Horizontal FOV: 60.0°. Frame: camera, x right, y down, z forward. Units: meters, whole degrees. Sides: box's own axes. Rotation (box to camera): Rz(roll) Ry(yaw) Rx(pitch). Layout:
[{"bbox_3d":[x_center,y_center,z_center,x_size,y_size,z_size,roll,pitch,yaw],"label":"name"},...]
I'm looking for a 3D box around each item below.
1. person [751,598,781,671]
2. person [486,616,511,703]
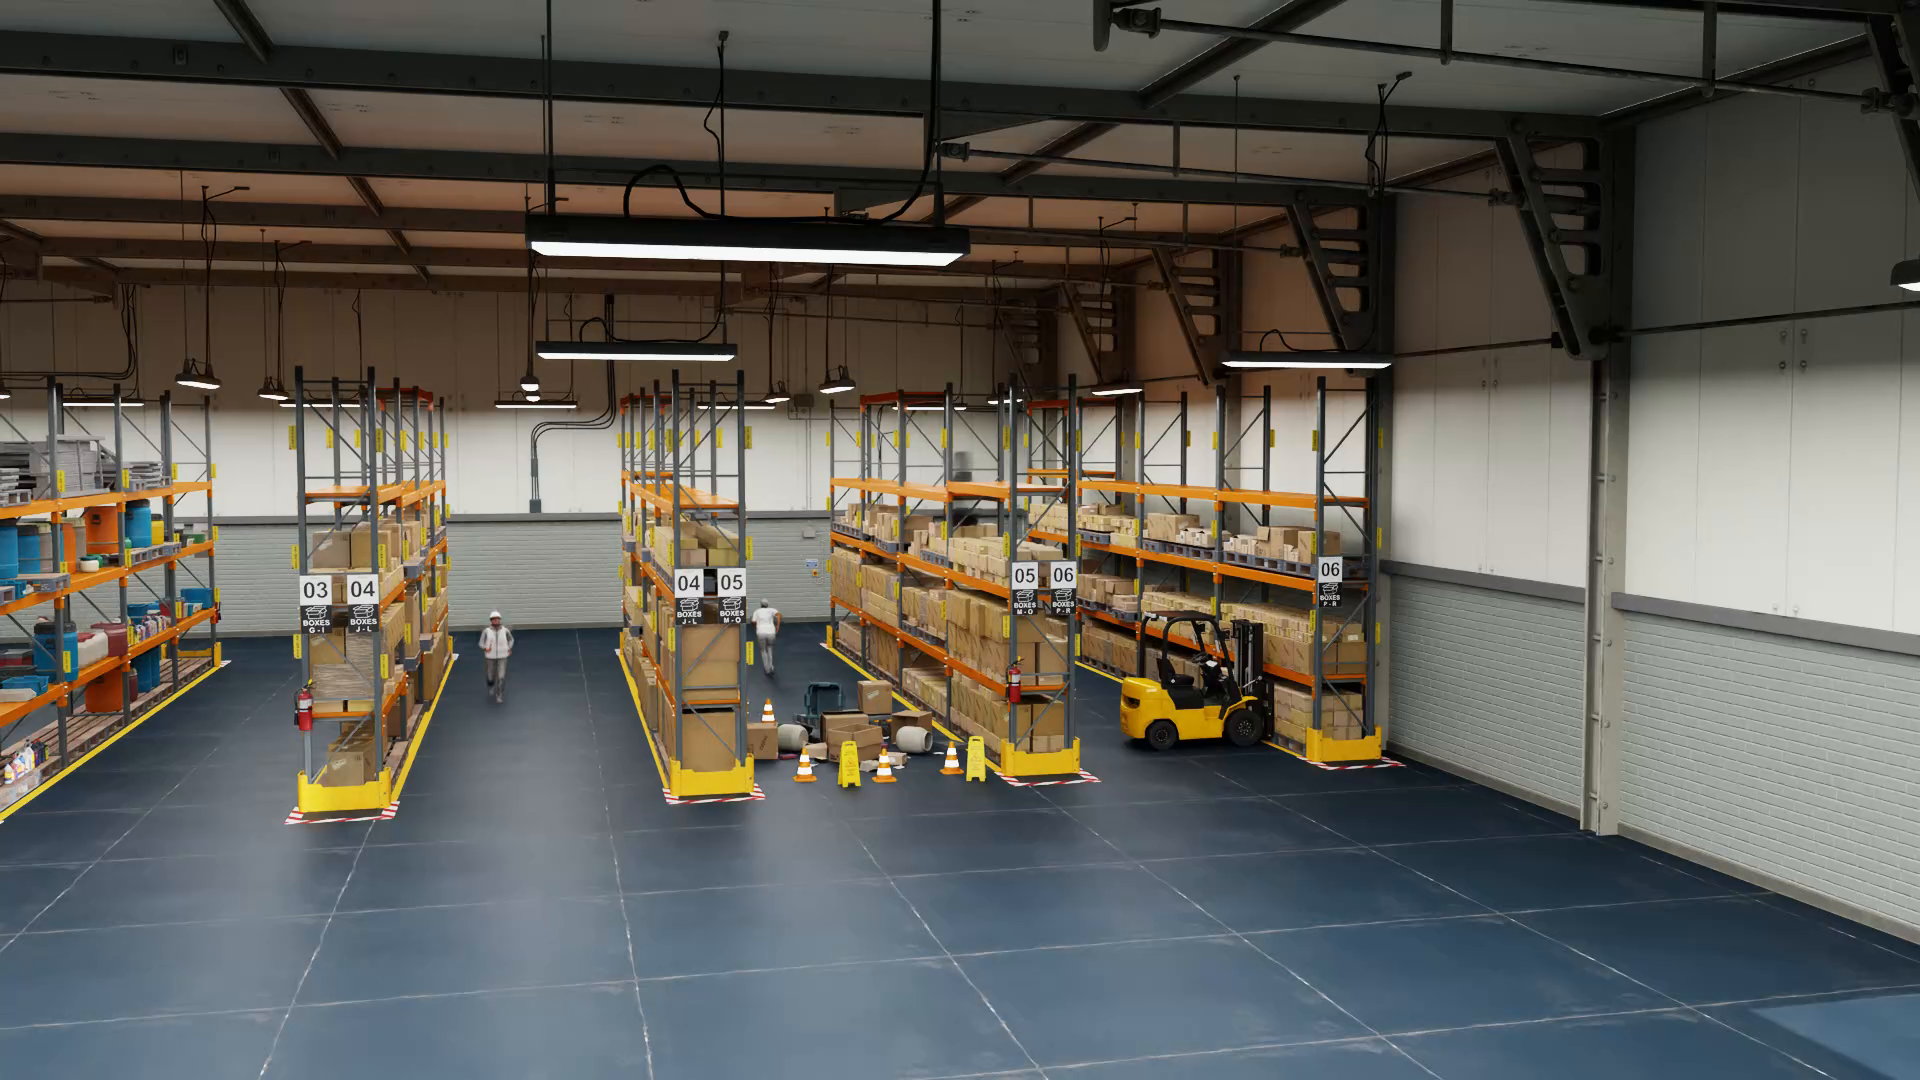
[{"bbox_3d":[-4.147,2.018,35.602,0.593,1.507,0.839,-1,4,-17],"label":"person"},{"bbox_3d":[-8.852,2.261,31.860,0.534,1.684,0.760,-1,4,-18],"label":"person"}]
